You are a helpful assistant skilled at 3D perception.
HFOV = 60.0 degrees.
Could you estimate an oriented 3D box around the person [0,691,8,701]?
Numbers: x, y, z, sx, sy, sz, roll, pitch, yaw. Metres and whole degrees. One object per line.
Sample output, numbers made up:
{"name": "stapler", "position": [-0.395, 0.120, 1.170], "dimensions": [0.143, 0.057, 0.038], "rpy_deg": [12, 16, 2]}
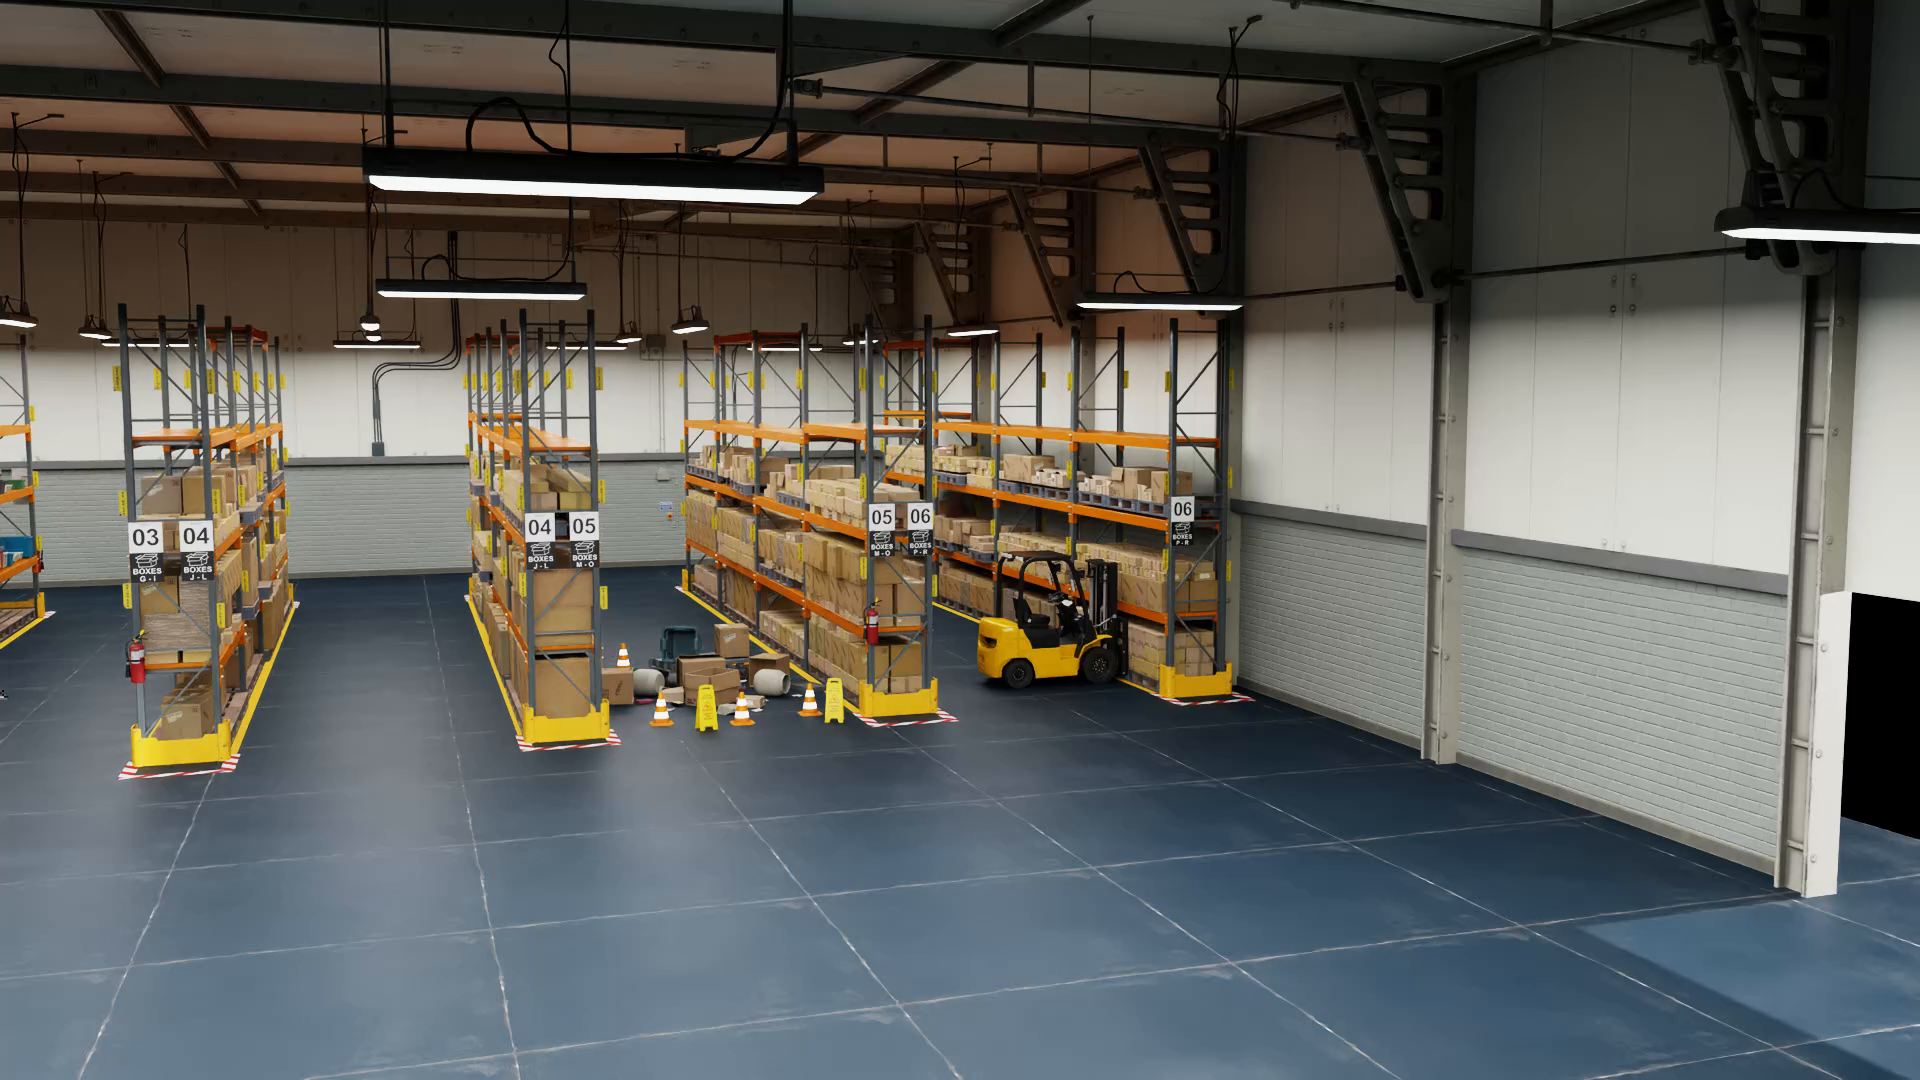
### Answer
{"name": "person", "position": [-15.279, 1.730, 25.926], "dimensions": [0.491, 1.708, 0.598], "rpy_deg": [0, 5, -4]}
